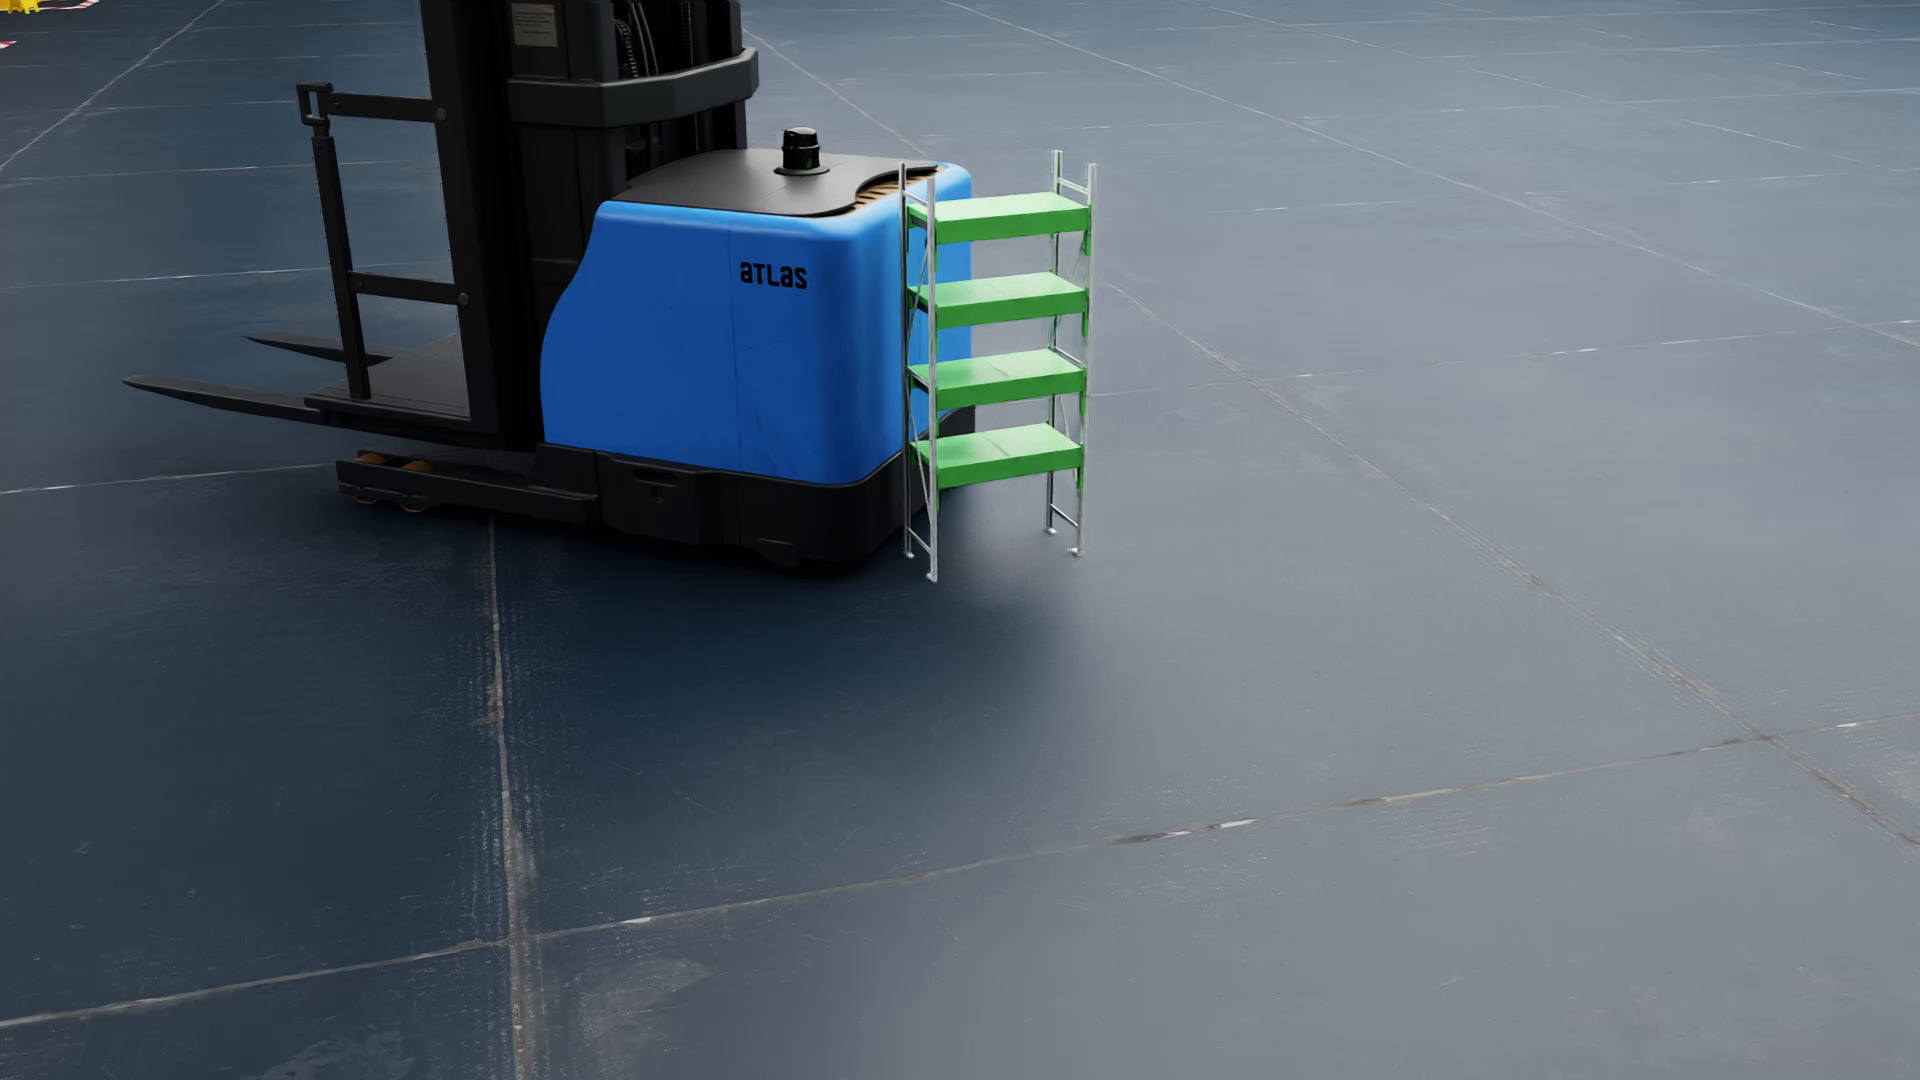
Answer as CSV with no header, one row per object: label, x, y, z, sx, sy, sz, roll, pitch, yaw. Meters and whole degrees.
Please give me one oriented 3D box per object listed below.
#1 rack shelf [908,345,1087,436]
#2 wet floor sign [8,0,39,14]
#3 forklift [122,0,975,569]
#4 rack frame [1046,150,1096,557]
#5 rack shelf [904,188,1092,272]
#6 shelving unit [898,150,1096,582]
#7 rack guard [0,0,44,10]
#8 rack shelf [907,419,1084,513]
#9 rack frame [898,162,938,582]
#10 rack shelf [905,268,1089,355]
rack shelf,0.104,-0.448,4.935,0.480,0.148,0.258,-9,25,-21
wet floor sign,-11.329,-6.679,19.998,0.232,0.644,0.267,2,23,4
forklift,-1.516,-1.618,5.304,3.031,2.935,1.130,9,25,20
rack frame,0.329,-0.544,4.997,0.015,1.200,0.240,-9,25,-21
rack shelf,0.104,-0.889,4.746,0.480,0.148,0.258,-9,25,-21
shelving unit,0.104,-0.507,4.910,0.503,1.200,0.258,-9,25,-21
rack guard,-11.874,-6.990,20.908,0.348,0.500,1.175,-6,24,-14
rack shelf,0.104,-0.228,5.029,0.480,0.148,0.258,-9,25,-21
rack frame,-0.121,-0.469,4.822,0.015,1.200,0.240,-9,25,-21
rack shelf,0.104,-0.669,4.840,0.480,0.148,0.258,-9,25,-21
